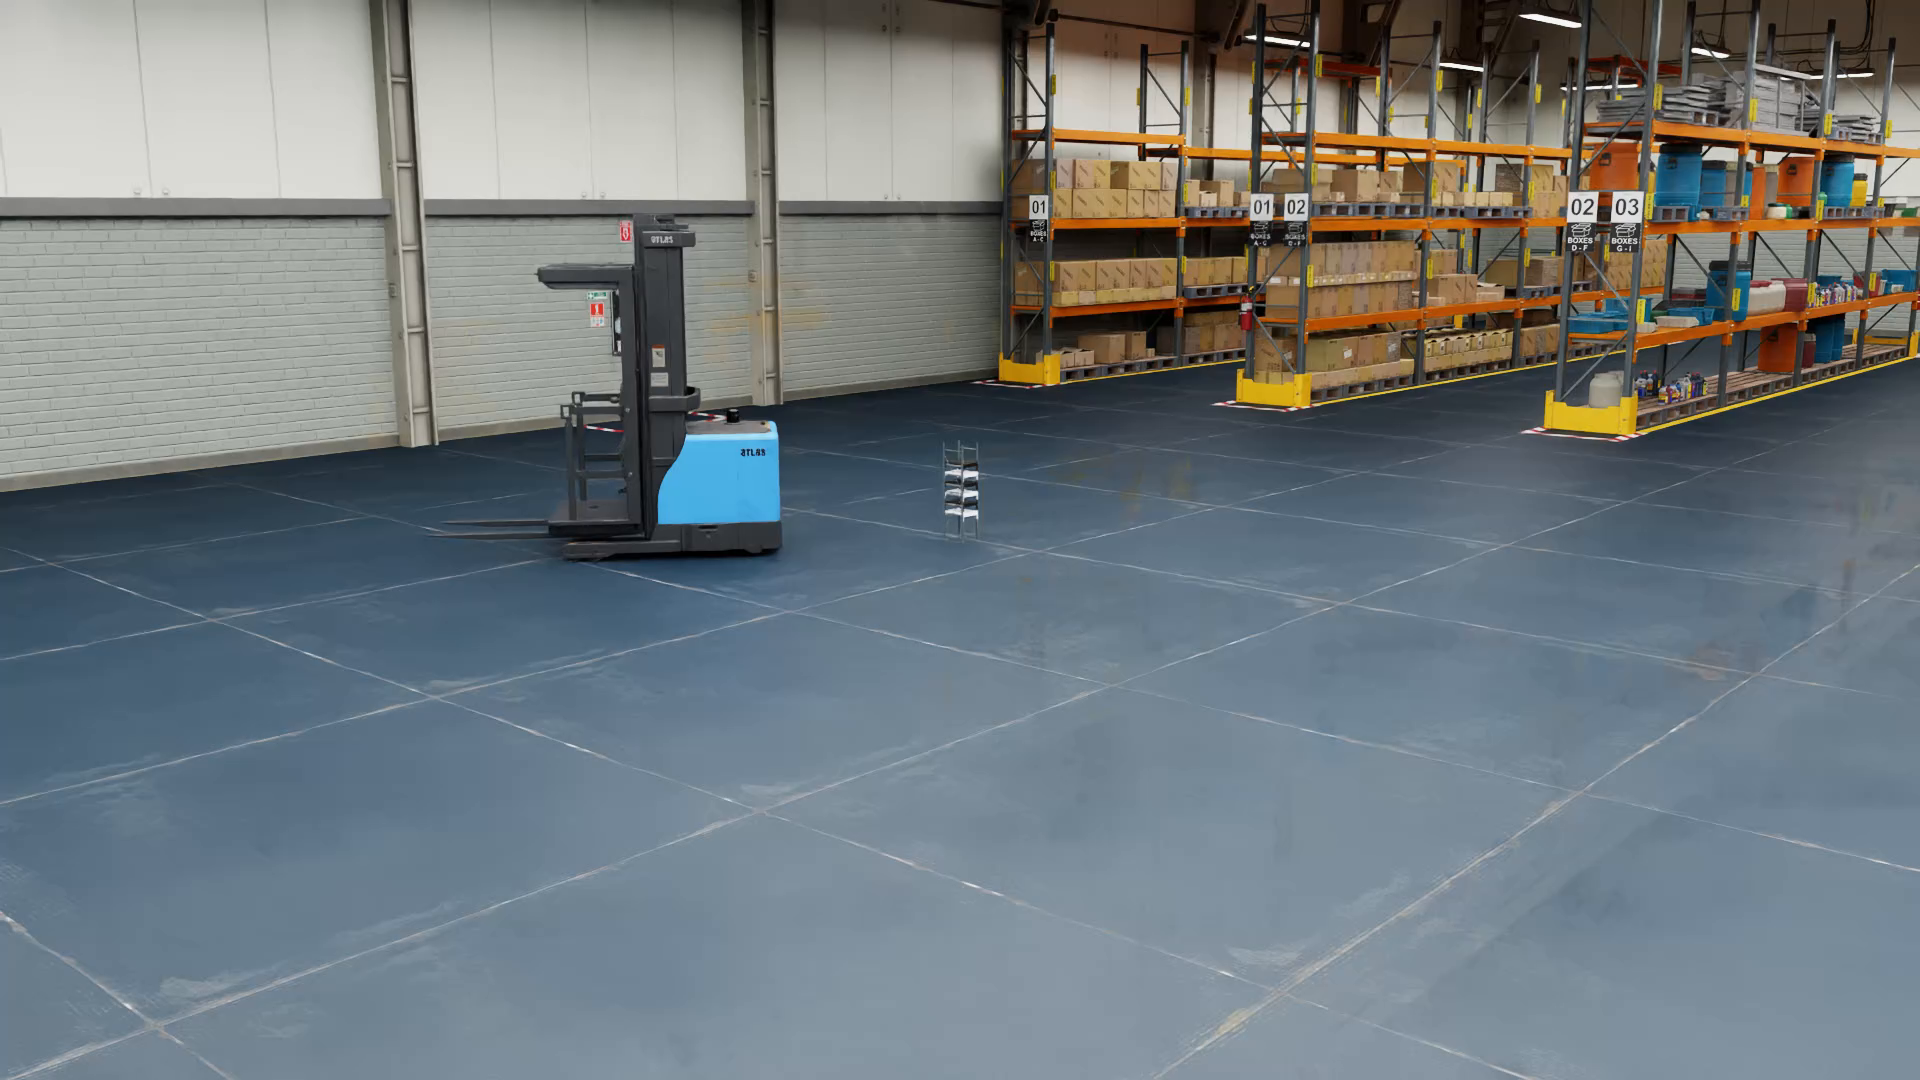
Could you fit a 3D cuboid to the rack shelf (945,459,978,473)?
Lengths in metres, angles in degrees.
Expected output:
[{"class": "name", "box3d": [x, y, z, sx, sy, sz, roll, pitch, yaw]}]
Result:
[{"class": "rack shelf", "box3d": [0.005, -0.675, 15.121, 0.258, 0.077, 0.200, 10, 15, 40]}]

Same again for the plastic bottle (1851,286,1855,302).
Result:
[{"class": "plastic bottle", "box3d": [16.388, -4.527, 30.556, 0.061, 0.283, 0.133, 10, 15, 40]}]

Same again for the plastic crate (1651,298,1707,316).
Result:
[{"class": "plastic crate", "box3d": [10.802, -3.456, 25.054, 0.767, 0.338, 0.504, 10, 15, 40]}]

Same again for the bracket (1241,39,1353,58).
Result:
[{"class": "bracket", "box3d": [7.175, -10.438, 35.347, 0.076, 0.066, 4.783, 10, 15, 40]}]

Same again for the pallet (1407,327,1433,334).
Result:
[{"class": "pallet", "box3d": [10.448, -4.920, 39.343, 1.003, 0.211, 1.213, 10, 15, 40]}]

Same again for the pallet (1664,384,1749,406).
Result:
[{"class": "pallet", "box3d": [11.732, -2.300, 26.228, 1.003, 0.211, 1.213, 10, 15, 40]}]

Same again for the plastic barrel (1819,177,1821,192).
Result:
[{"class": "plastic barrel", "box3d": [14.940, -6.160, 29.353, 0.433, 0.535, 0.433, 0, 11, 0]}]

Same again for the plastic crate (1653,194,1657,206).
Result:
[{"class": "plastic crate", "box3d": [9.635, -4.741, 23.712, 0.392, 0.384, 0.575, 10, 15, 40]}]

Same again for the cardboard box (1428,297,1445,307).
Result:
[{"class": "cardboard box", "box3d": [8.263, -4.169, 29.105, 0.380, 0.149, 0.250, 10, 15, 40]}]

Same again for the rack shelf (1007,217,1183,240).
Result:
[{"class": "rack shelf", "box3d": [2.481, -5.652, 30.068, 1.077, 0.370, 4.000, 10, 15, 40]}]

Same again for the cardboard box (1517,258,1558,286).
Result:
[{"class": "cardboard box", "box3d": [11.243, -5.249, 32.543, 0.500, 0.500, 0.700, -9, 14, -37]}]

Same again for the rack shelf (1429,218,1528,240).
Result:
[{"class": "rack shelf", "box3d": [8.845, -5.601, 29.810, 1.077, 0.370, 4.000, 10, 15, 40]}]

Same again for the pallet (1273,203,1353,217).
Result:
[{"class": "pallet", "box3d": [5.370, -5.128, 25.833, 1.003, 0.211, 1.213, 10, 15, 40]}]

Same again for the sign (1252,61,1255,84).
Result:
[{"class": "sign", "box3d": [4.486, -7.111, 25.289, 0.100, 0.325, 0.005, 10, 15, 40]}]

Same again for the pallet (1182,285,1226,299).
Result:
[{"class": "pallet", "box3d": [4.415, -4.828, 32.252, 1.003, 0.211, 1.213, 10, 15, 40]}]

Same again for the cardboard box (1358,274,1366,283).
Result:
[{"class": "cardboard box", "box3d": [6.320, -4.223, 26.822, 0.380, 0.149, 0.250, 10, 15, 41]}]

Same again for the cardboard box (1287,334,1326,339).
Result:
[{"class": "cardboard box", "box3d": [5.664, -3.091, 27.102, 0.500, 0.500, 0.500, 10, 15, 40]}]

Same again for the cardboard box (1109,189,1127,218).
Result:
[{"class": "cardboard box", "box3d": [2.628, -6.019, 29.763, 0.500, 0.500, 0.500, 11, 16, 44]}]

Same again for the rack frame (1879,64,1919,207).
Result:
[{"class": "rack frame", "box3d": [19.164, -8.255, 33.603, 1.000, 3.000, 0.127, 10, 15, 40]}]

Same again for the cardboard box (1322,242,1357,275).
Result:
[{"class": "cardboard box", "box3d": [5.912, -4.512, 26.614, 0.700, 0.500, 0.500, 10, 15, 41]}]

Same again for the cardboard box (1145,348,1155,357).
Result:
[{"class": "cardboard box", "box3d": [3.470, -3.572, 31.585, 0.380, 0.166, 0.250, 7, 14, 33]}]

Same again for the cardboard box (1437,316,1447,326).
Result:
[{"class": "cardboard box", "box3d": [11.335, -5.458, 40.227, 0.700, 0.500, 0.500, 10, 15, 40]}]

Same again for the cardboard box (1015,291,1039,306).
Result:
[{"class": "cardboard box", "box3d": [1.324, -4.270, 29.300, 0.500, 0.250, 0.500, 10, 15, 41]}]

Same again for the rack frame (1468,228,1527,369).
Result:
[{"class": "rack frame", "box3d": [10.165, -4.777, 31.507, 1.000, 3.000, 0.127, 10, 15, 40]}]

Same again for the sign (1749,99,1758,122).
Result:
[{"class": "sign", "box3d": [11.649, -6.314, 24.420, 0.100, 0.325, 0.005, 10, 15, 40]}]

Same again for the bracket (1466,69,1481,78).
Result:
[{"class": "bracket", "box3d": [12.848, -11.703, 41.677, 0.235, 0.232, 0.430, 10, 15, 40]}]

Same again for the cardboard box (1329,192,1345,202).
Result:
[{"class": "cardboard box", "box3d": [5.793, -5.372, 26.042, 0.380, 0.149, 0.250, 10, 15, 40]}]

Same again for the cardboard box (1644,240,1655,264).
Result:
[{"class": "cardboard box", "box3d": [14.687, -6.241, 36.029, 0.500, 0.500, 0.500, 10, 15, 42]}]

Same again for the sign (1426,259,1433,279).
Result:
[{"class": "sign", "box3d": [7.942, -4.580, 28.110, 0.100, 0.325, 0.005, 10, 15, 40]}]

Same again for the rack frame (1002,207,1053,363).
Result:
[{"class": "rack frame", "box3d": [1.161, -4.240, 28.818, 1.000, 3.000, 0.127, 10, 15, 40]}]

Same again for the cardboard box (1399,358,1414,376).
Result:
[{"class": "cardboard box", "box3d": [7.383, -2.949, 28.306, 0.500, 0.250, 0.500, 10, 15, 40]}]

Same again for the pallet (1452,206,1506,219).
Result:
[{"class": "pallet", "box3d": [9.048, -5.879, 29.848, 1.003, 0.211, 1.213, 11, 16, 43]}]

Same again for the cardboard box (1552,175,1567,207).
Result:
[{"class": "cardboard box", "box3d": [11.539, -6.879, 32.791, 0.600, 0.600, 0.600, 9, 14, 38]}]

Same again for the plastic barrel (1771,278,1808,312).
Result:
[{"class": "plastic barrel", "box3d": [13.805, -4.095, 27.746, 0.600, 0.536, 0.708, 10, 15, 40]}]

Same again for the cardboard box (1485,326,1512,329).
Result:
[{"class": "cardboard box", "box3d": [10.606, -3.935, 32.550, 0.500, 0.500, 0.500, 11, 15, 43]}]

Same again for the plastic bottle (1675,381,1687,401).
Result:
[{"class": "plastic bottle", "box3d": [10.584, -2.196, 24.418, 0.152, 0.276, 0.135, 10, 15, 41]}]

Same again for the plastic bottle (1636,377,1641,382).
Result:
[{"class": "plastic bottle", "box3d": [10.205, -2.306, 24.978, 0.097, 0.271, 0.097, 0, 11, 0]}]

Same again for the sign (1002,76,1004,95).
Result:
[{"class": "sign", "box3d": [0.757, -7.792, 28.497, 0.100, 0.325, 0.005, 10, 15, 40]}]

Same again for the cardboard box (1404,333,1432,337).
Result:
[{"class": "cardboard box", "box3d": [8.246, -3.568, 29.971, 0.500, 0.311, 0.500, 10, 15, 40]}]

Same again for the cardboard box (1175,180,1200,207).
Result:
[{"class": "cardboard box", "box3d": [4.222, -6.624, 31.771, 0.500, 0.500, 0.500, -9, 15, -39]}]

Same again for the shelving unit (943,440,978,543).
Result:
[{"class": "shelving unit", "box3d": [0.005, -0.442, 15.168, 0.258, 0.900, 0.210, 10, 15, 40]}]

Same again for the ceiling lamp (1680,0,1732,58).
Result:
[{"class": "ceiling lamp", "box3d": [14.282, -10.697, 30.927, 0.800, 3.185, 2.000, 10, 15, 40]}]

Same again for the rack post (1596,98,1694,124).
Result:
[{"class": "rack post", "box3d": [9.197, -5.750, 22.341, 0.954, 0.300, 0.937, -10, 15, -41]}]

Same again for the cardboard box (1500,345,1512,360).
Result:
[{"class": "cardboard box", "box3d": [10.001, -3.525, 31.190, 0.500, 0.250, 0.500, 10, 15, 42]}]

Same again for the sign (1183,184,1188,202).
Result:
[{"class": "sign", "box3d": [4.214, -6.483, 31.074, 0.100, 0.325, 0.005, 10, 15, 40]}]

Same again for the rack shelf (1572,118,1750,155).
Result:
[{"class": "rack shelf", "box3d": [9.923, -5.646, 23.400, 1.077, 0.370, 4.000, 10, 15, 40]}]

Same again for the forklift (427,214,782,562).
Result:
[{"class": "forklift", "box3d": [-3.121, -1.358, 14.564, 3.031, 2.935, 1.130, -1, 11, -7]}]

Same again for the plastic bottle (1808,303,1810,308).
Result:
[{"class": "plastic bottle", "box3d": [14.509, -4.108, 28.488, 0.097, 0.271, 0.097, 0, 11, 0]}]

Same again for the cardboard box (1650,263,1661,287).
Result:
[{"class": "cardboard box", "box3d": [15.015, -5.825, 36.500, 0.500, 0.500, 0.500, 10, 15, 41]}]

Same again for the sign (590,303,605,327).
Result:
[{"class": "sign", "box3d": [-5.090, -3.162, 23.334, 0.001, 0.329, 0.234, 10, 15, 40]}]

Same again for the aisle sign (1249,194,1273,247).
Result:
[{"class": "aisle sign", "box3d": [4.620, -4.903, 25.501, 0.394, 0.787, 0.004, 10, 15, 40]}]

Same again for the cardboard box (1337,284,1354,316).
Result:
[{"class": "cardboard box", "box3d": [5.877, -3.866, 26.692, 0.700, 0.500, 0.500, 10, 15, 41]}]

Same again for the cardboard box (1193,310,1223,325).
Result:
[{"class": "cardboard box", "box3d": [4.903, -4.438, 33.158, 0.500, 0.250, 0.500, 9, 15, 39]}]

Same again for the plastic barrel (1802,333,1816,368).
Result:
[{"class": "plastic barrel", "box3d": [14.939, -3.399, 29.696, 0.600, 0.588, 0.708, 10, 15, 40]}]

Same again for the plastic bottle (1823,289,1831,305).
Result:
[{"class": "plastic bottle", "box3d": [15.327, -4.301, 29.441, 0.152, 0.276, 0.135, 10, 15, 40]}]
